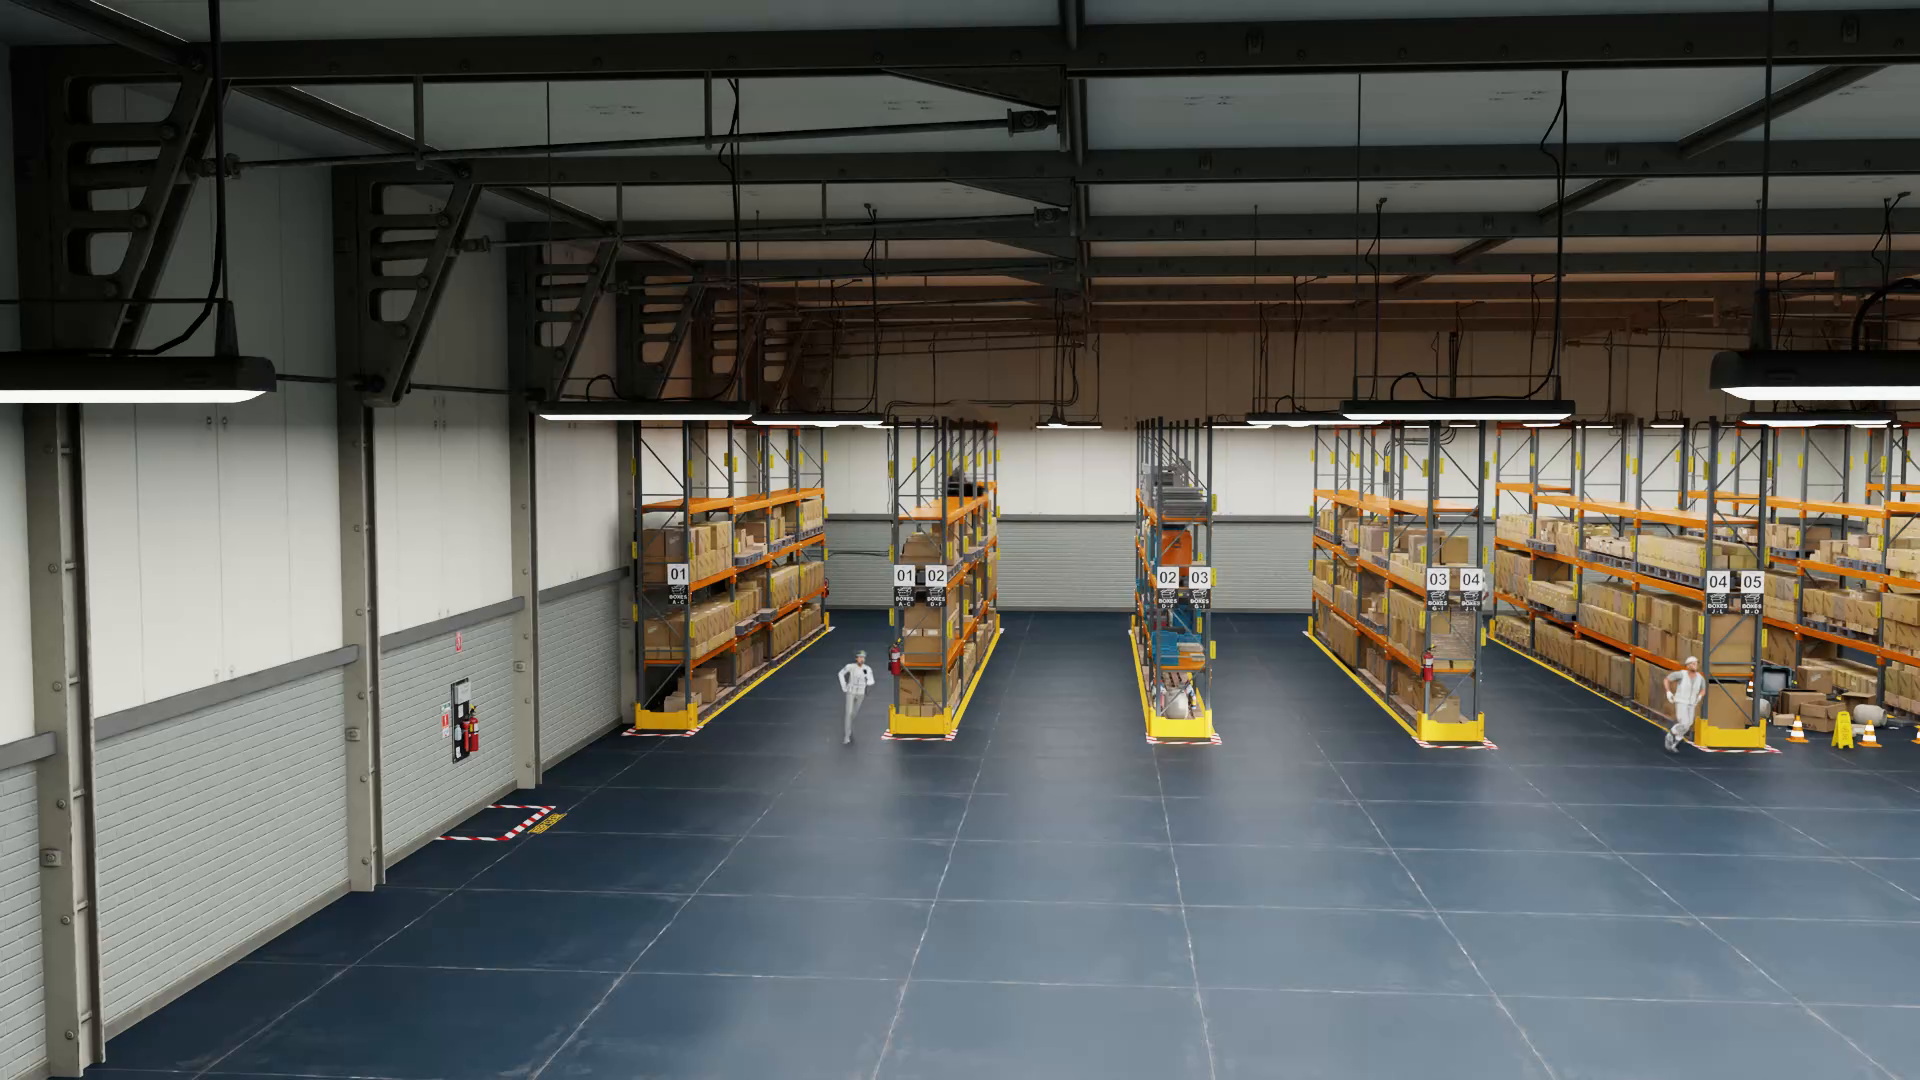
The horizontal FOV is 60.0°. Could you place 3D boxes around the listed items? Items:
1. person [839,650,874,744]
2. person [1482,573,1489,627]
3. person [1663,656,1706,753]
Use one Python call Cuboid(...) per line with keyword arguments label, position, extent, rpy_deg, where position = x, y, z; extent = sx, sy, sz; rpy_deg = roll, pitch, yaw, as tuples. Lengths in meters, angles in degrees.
Cuboid(label="person", position=(-1.916, 2.876, 30.905), extent=(0.634, 1.684, 0.898), rpy_deg=(-1, 4, -14))
Cuboid(label="person", position=(14.783, 1.774, 47.520), extent=(0.553, 1.734, 0.703), rpy_deg=(1, 4, 11))
Cuboid(label="person", position=(12.895, 2.929, 29.522), extent=(0.709, 1.735, 0.593), rpy_deg=(-1, 4, -10))
